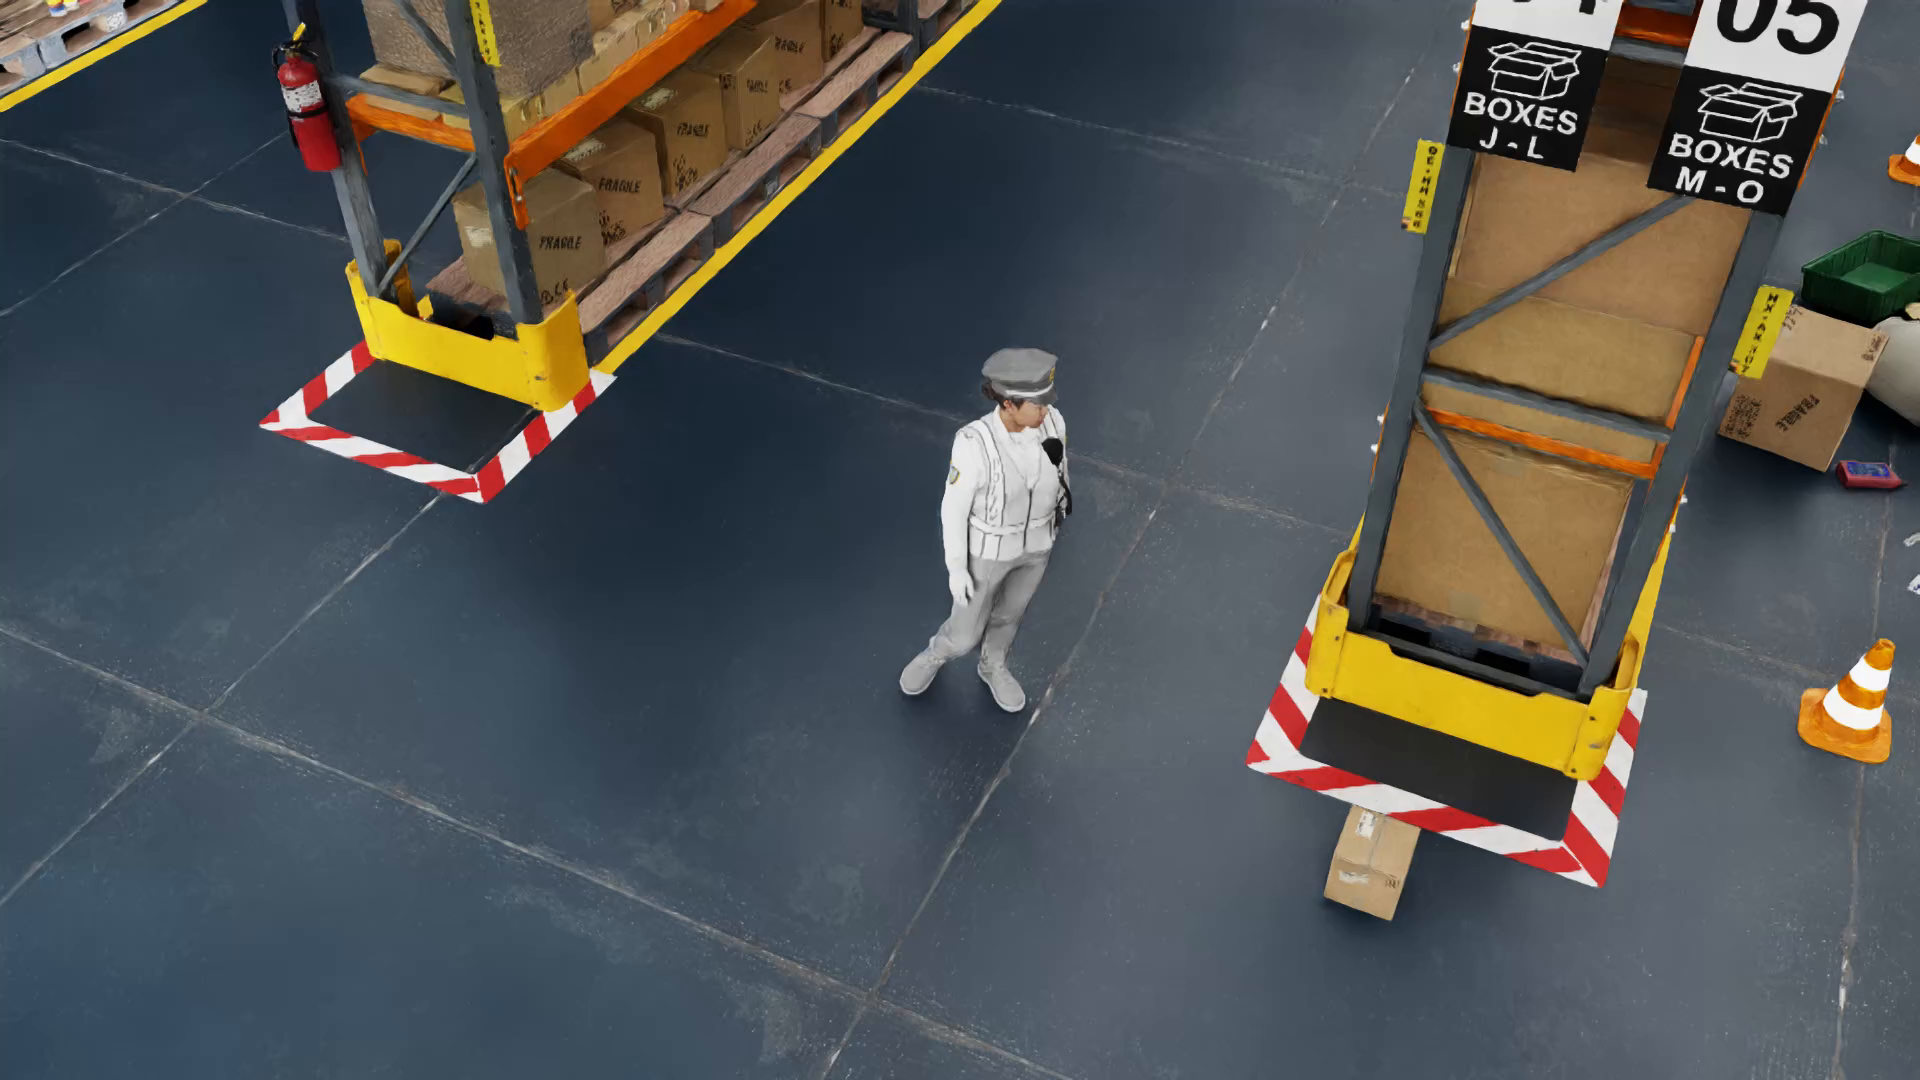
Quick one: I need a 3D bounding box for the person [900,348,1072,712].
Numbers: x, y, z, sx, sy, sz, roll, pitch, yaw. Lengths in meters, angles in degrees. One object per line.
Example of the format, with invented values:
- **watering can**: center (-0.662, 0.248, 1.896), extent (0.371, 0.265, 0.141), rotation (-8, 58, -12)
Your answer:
- **person**: center (0.104, -0.005, 6.137), extent (0.650, 1.659, 0.442), rotation (-17, 45, -18)
